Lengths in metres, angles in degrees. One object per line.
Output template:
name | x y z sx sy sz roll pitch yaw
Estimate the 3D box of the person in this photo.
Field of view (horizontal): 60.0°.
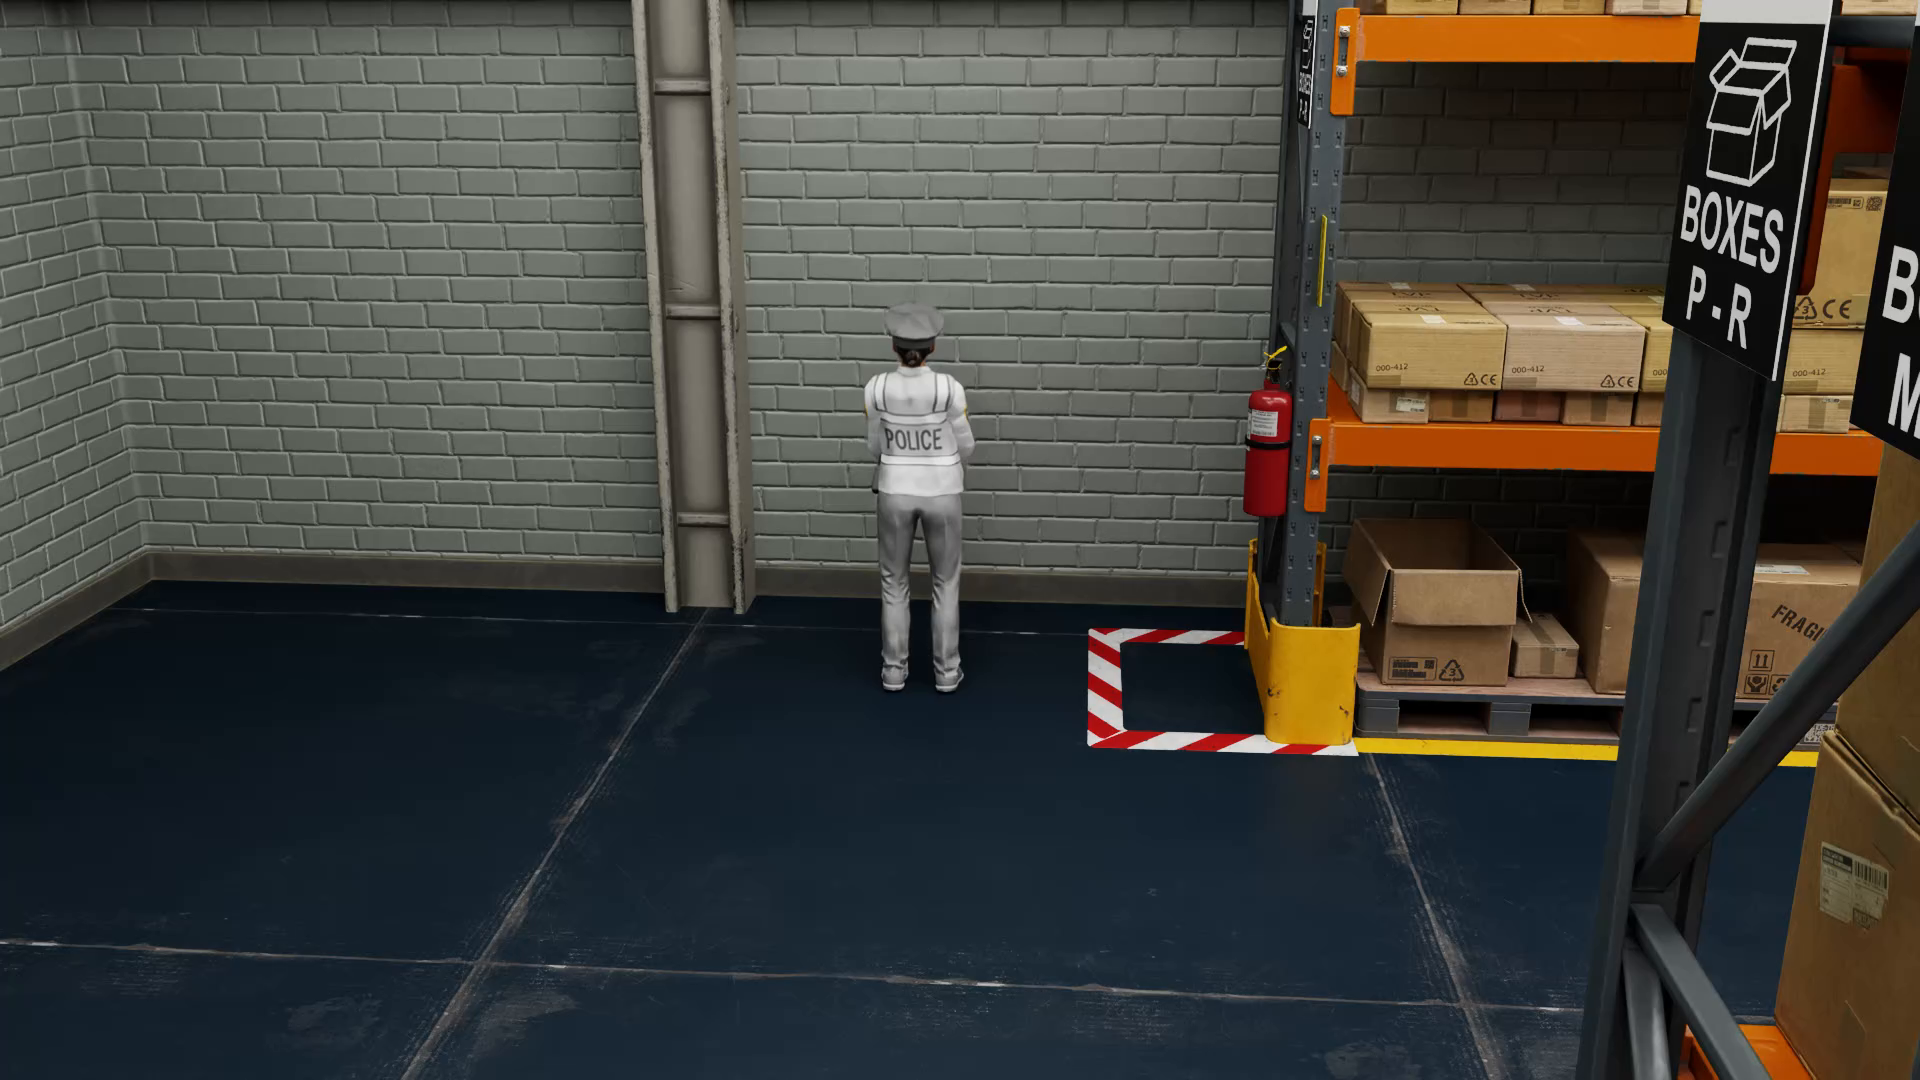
person | -0.165 -0.191 7.116 0.460 1.690 0.536 1 18 5
